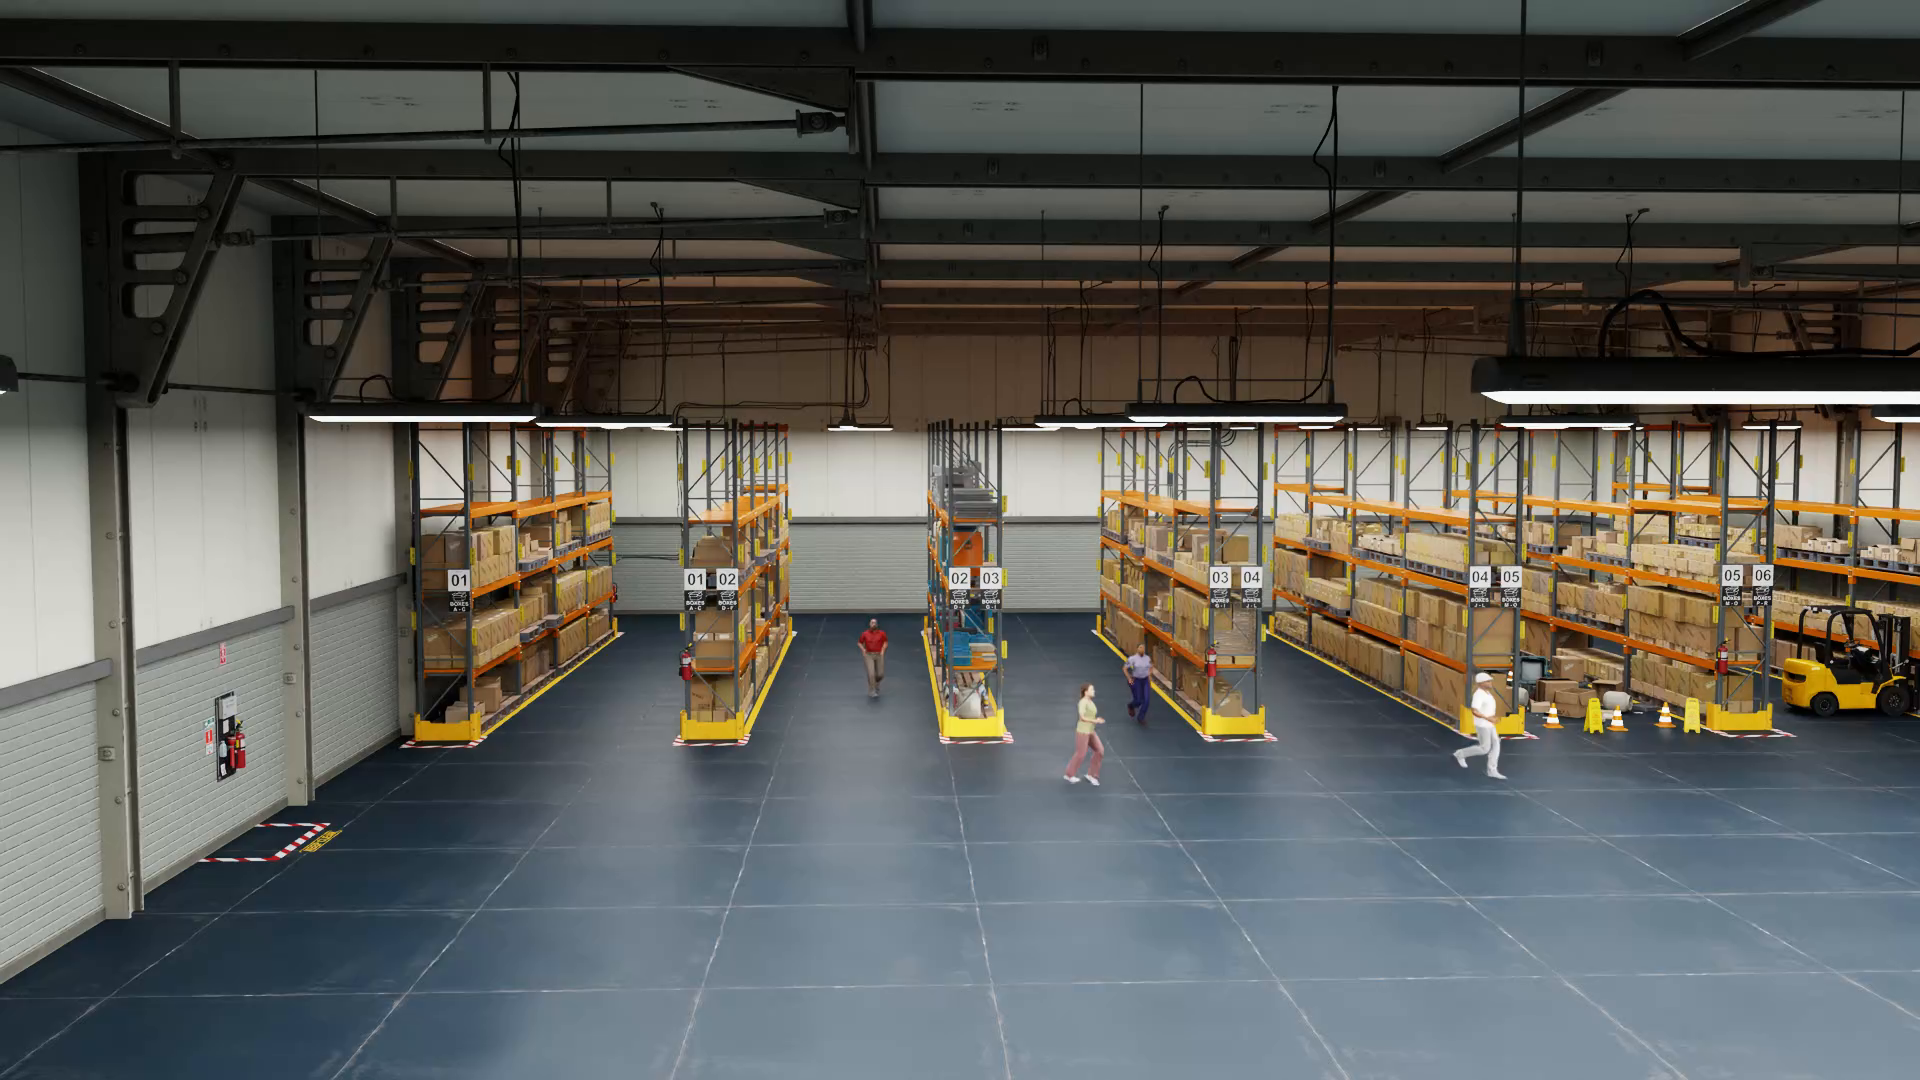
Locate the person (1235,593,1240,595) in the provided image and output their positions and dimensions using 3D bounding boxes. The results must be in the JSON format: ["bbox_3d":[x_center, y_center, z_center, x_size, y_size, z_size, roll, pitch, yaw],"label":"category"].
[{"bbox_3d":[7.833,1.808,48.372,0.733,1.623,0.860,-2,4,-32],"label":"person"}]

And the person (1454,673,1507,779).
[{"bbox_3d":[8.715,3.086,27.708,0.802,1.758,0.699,2,4,32],"label":"person"}]

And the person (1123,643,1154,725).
[{"bbox_3d":[3.546,2.822,32.830,0.623,1.599,0.566,-1,4,-18],"label":"person"}]

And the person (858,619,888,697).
[{"bbox_3d":[-1.893,2.556,36.335,0.664,1.675,0.645,-1,4,-10],"label":"person"}]

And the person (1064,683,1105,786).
[{"bbox_3d":[2.039,3.174,27.038,0.715,1.736,0.591,2,4,24],"label":"person"}]
